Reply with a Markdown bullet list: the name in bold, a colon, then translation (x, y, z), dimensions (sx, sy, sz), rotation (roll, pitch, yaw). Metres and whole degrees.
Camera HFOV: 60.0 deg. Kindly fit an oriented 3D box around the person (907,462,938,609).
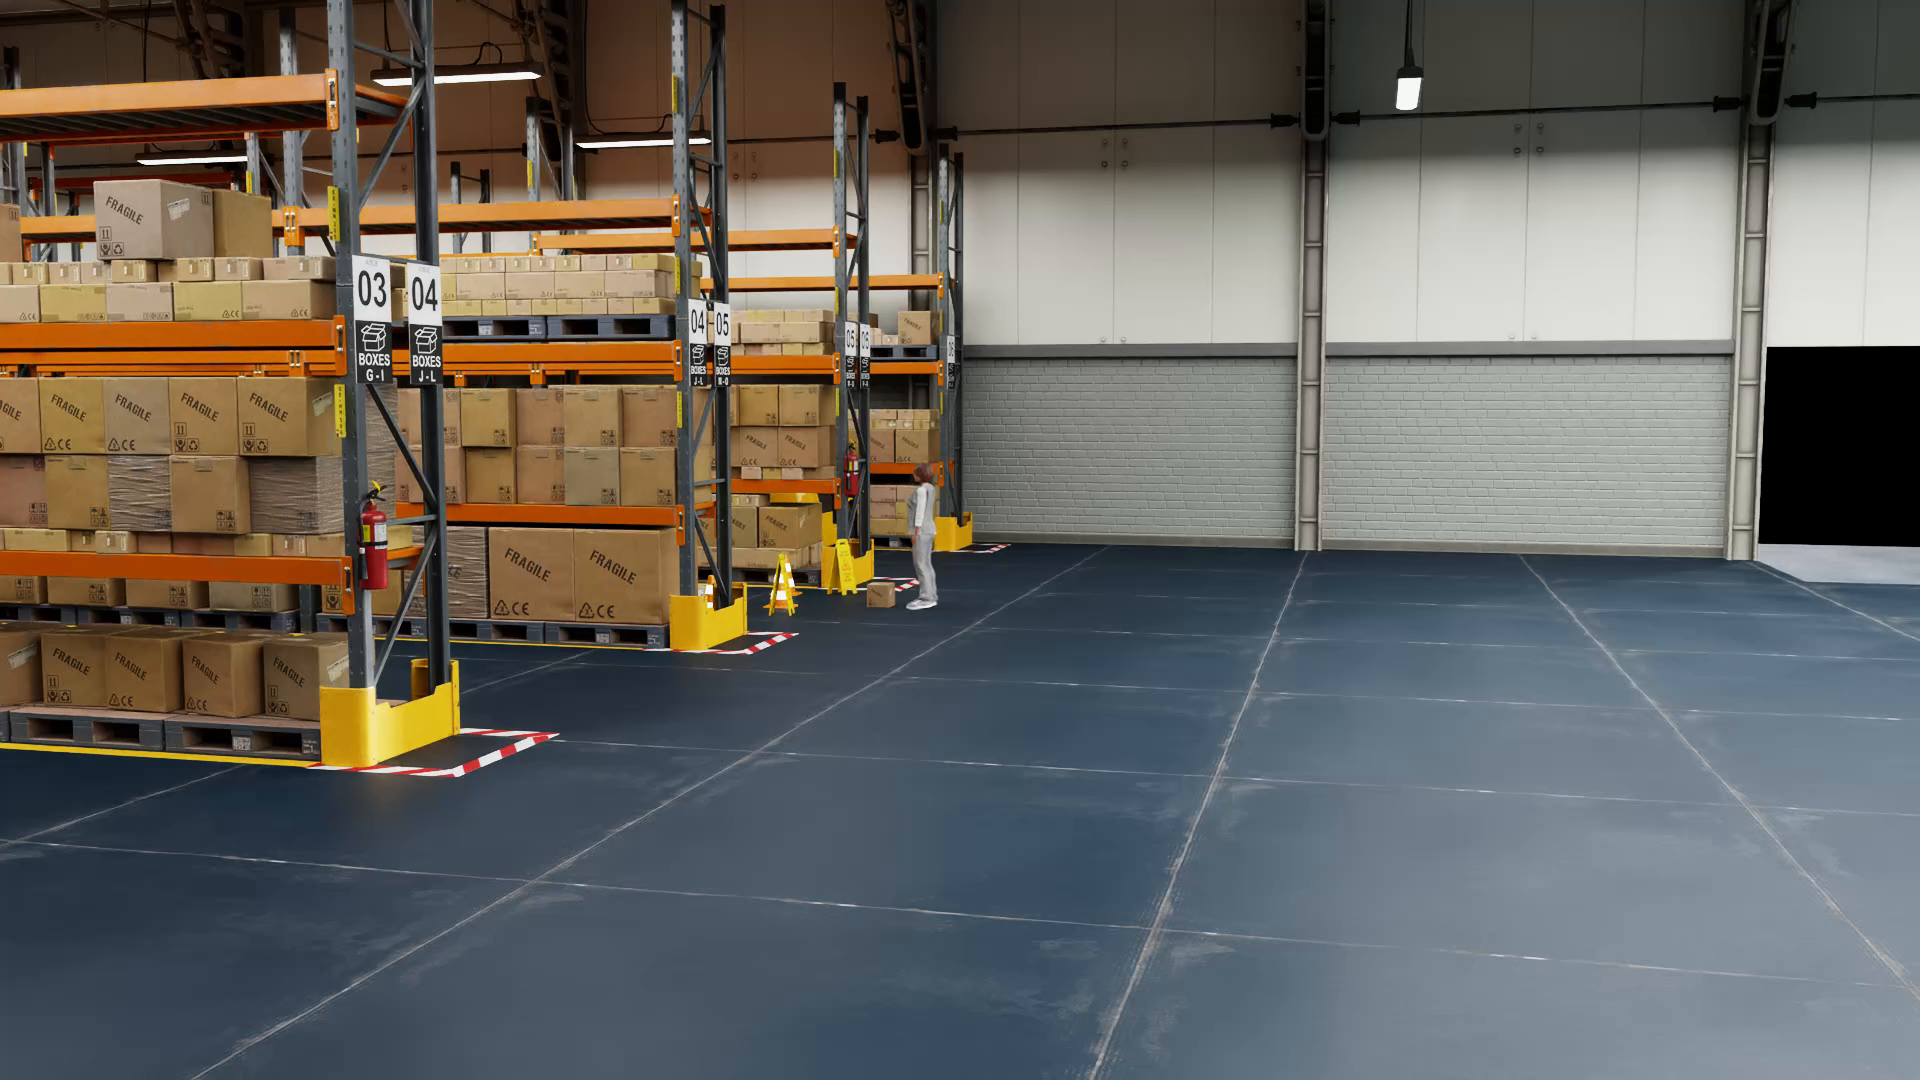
- **person**: translation (-0.412, -0.045, 18.203), dimensions (0.308, 1.588, 0.406), rotation (1, 5, 15)
